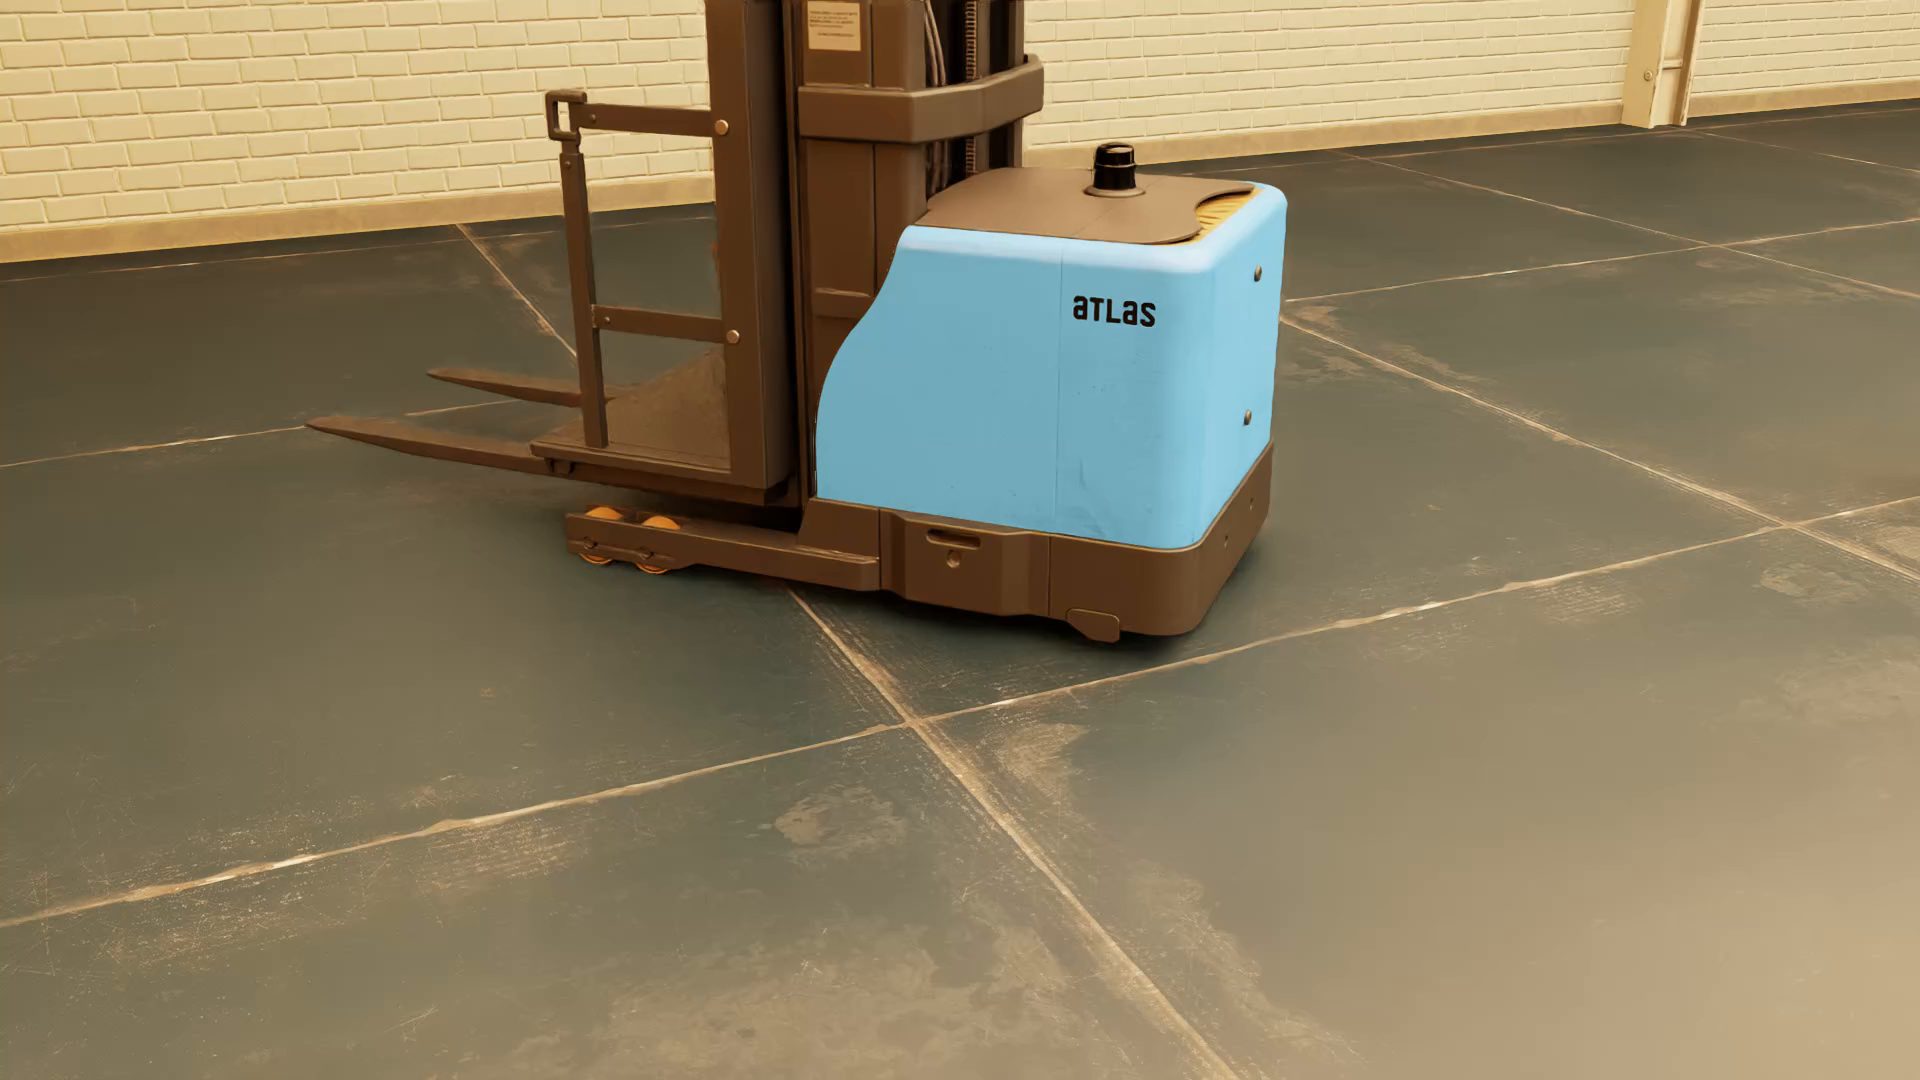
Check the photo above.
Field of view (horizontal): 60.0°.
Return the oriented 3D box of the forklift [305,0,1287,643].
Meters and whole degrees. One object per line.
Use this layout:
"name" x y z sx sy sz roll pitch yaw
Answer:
"forklift" -0.620 -1.430 4.728 3.031 2.935 1.130 9 24 20
